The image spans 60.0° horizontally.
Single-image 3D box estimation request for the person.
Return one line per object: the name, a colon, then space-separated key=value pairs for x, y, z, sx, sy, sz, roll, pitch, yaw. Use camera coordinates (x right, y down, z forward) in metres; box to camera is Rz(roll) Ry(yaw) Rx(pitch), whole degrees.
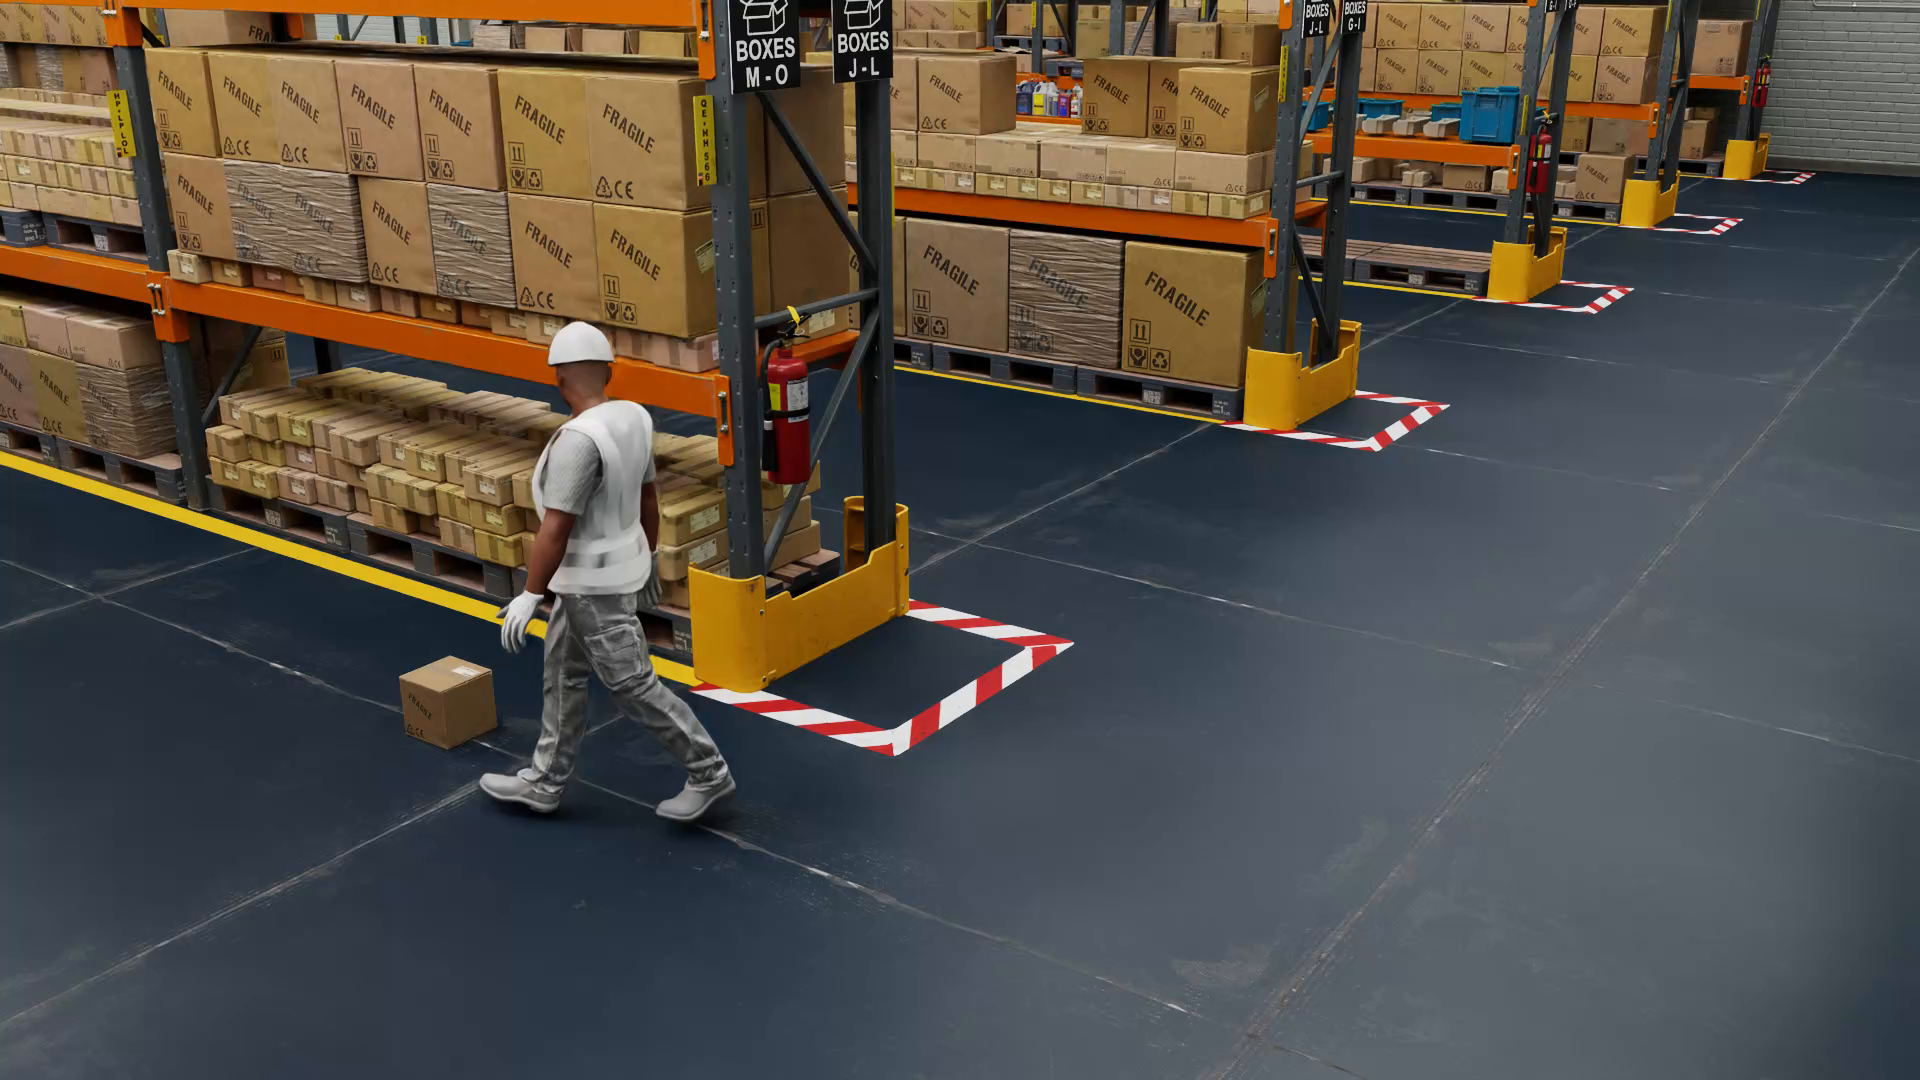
person: x=-1.386 y=0.120 z=5.685 sx=0.831 sy=1.767 sz=0.626 roll=3 pitch=20 yaw=8
